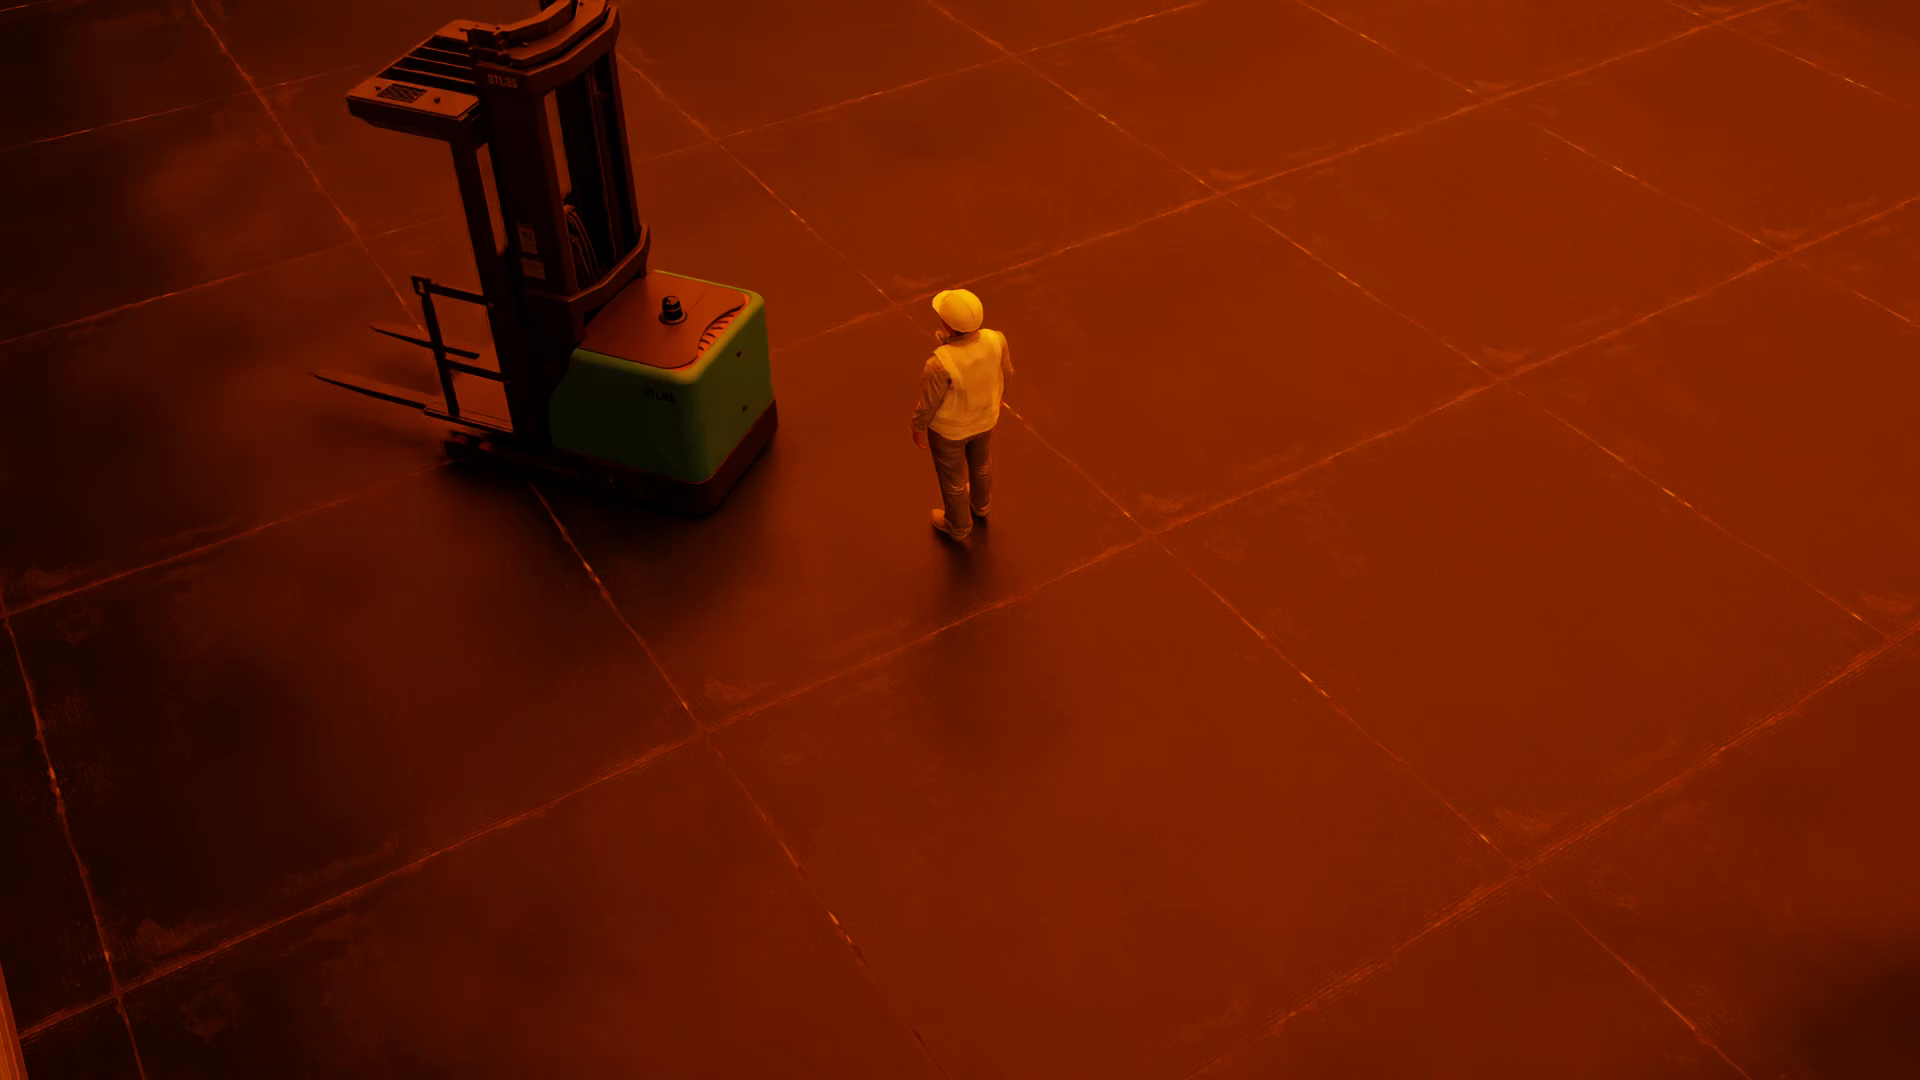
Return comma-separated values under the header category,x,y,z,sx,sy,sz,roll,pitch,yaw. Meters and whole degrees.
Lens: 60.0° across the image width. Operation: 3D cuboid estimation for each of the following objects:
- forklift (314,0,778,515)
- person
category,x,y,z,sx,sy,sz,roll,pitch,yaw
forklift,-2.755,-1.874,10.015,3.031,2.935,1.130,15,43,16
person,-0.028,-0.741,9.526,0.633,1.775,0.566,-23,46,-24
